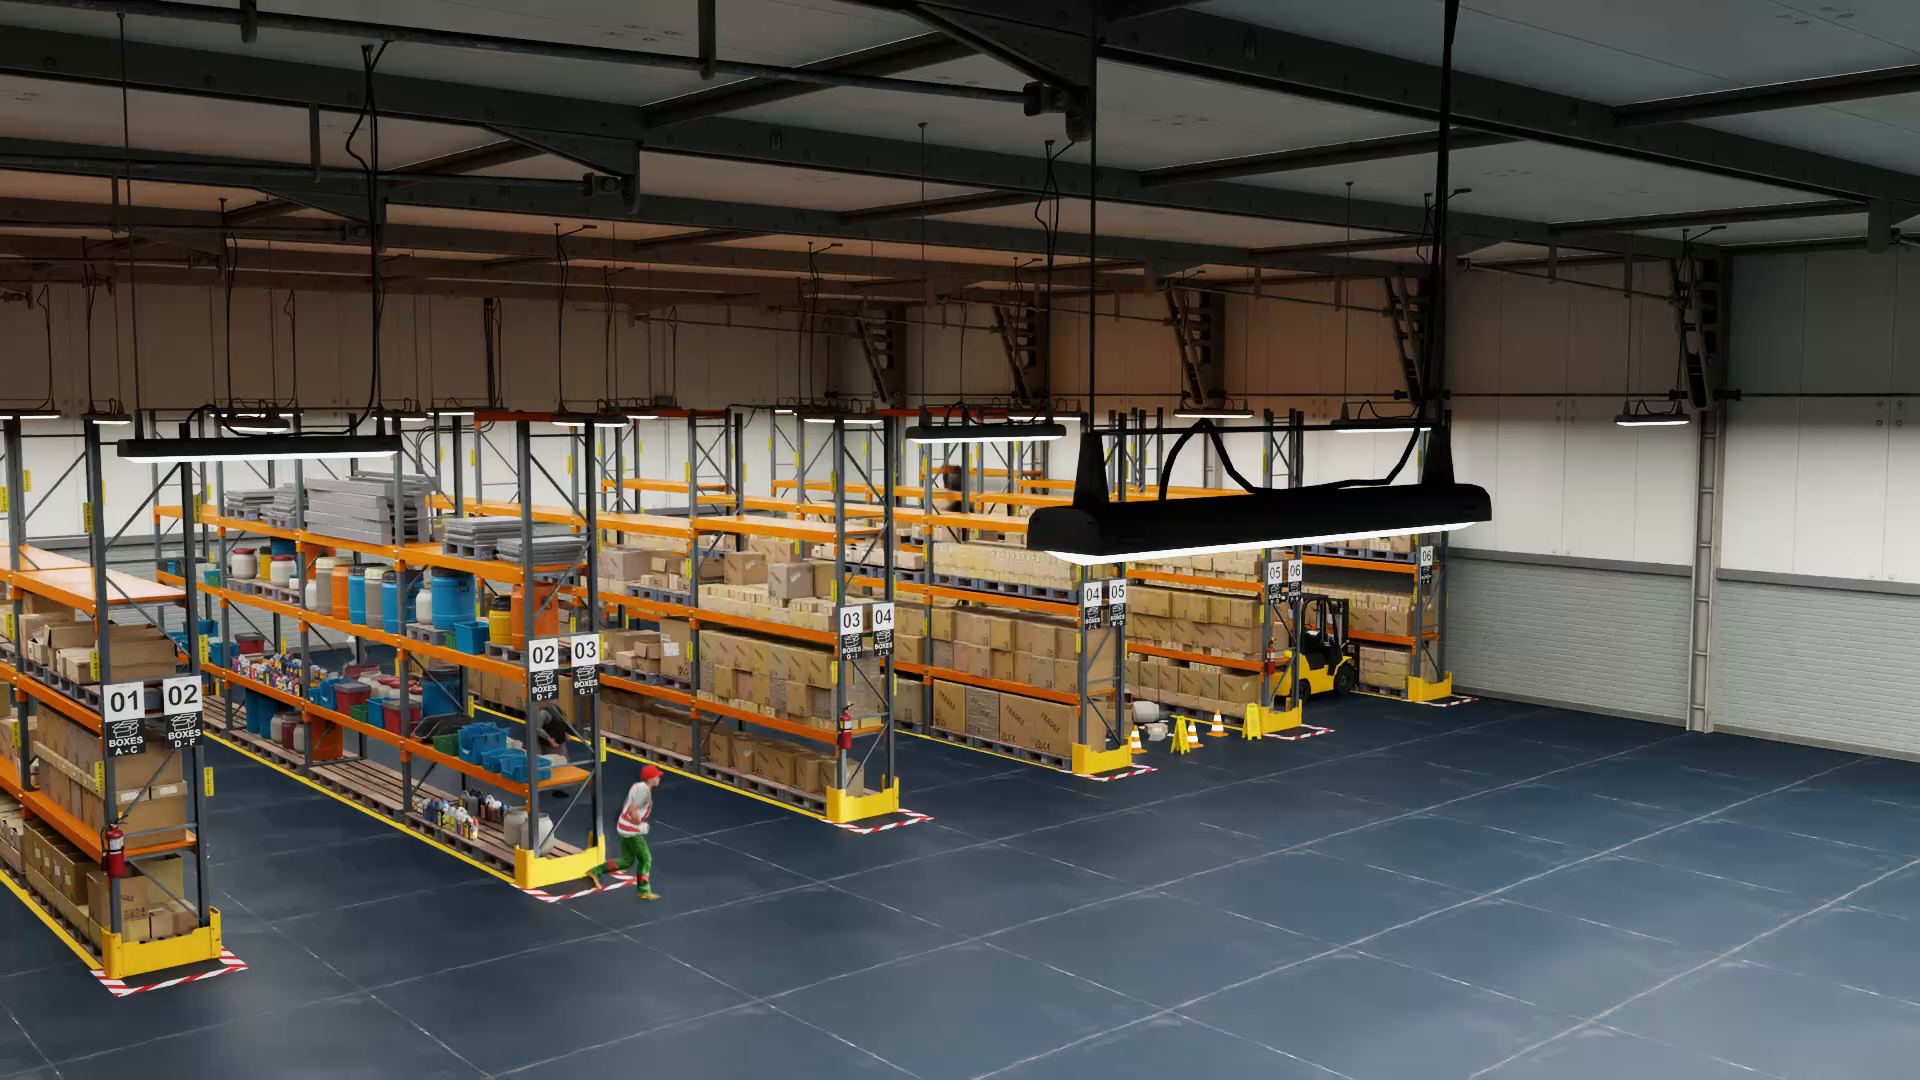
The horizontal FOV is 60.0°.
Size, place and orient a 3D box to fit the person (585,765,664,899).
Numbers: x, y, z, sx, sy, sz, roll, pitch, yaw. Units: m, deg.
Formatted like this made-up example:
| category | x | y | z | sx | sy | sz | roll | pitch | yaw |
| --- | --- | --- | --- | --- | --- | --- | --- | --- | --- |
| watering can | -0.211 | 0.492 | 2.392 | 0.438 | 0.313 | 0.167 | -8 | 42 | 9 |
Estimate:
| category | x | y | z | sx | sy | sz | roll | pitch | yaw |
| --- | --- | --- | --- | --- | --- | --- | --- | --- | --- |
| person | -4.172 | 3.678 | 20.700 | 0.981 | 1.727 | 0.666 | -1 | 5 | -12 |

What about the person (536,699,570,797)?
| category | x | y | z | sx | sy | sz | roll | pitch | yaw |
| --- | --- | --- | --- | --- | --- | --- | --- | --- | --- |
| person | -6.474 | 3.206 | 26.185 | 0.687 | 1.676 | 0.672 | 2 | 5 | 21 |

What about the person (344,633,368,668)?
| category | x | y | z | sx | sy | sz | roll | pitch | yaw |
| --- | --- | --- | --- | --- | --- | --- | --- | --- | --- |
| person | -13.432 | 2.282 | 36.997 | 0.486 | 1.625 | 0.613 | -2 | 5 | -20 |
